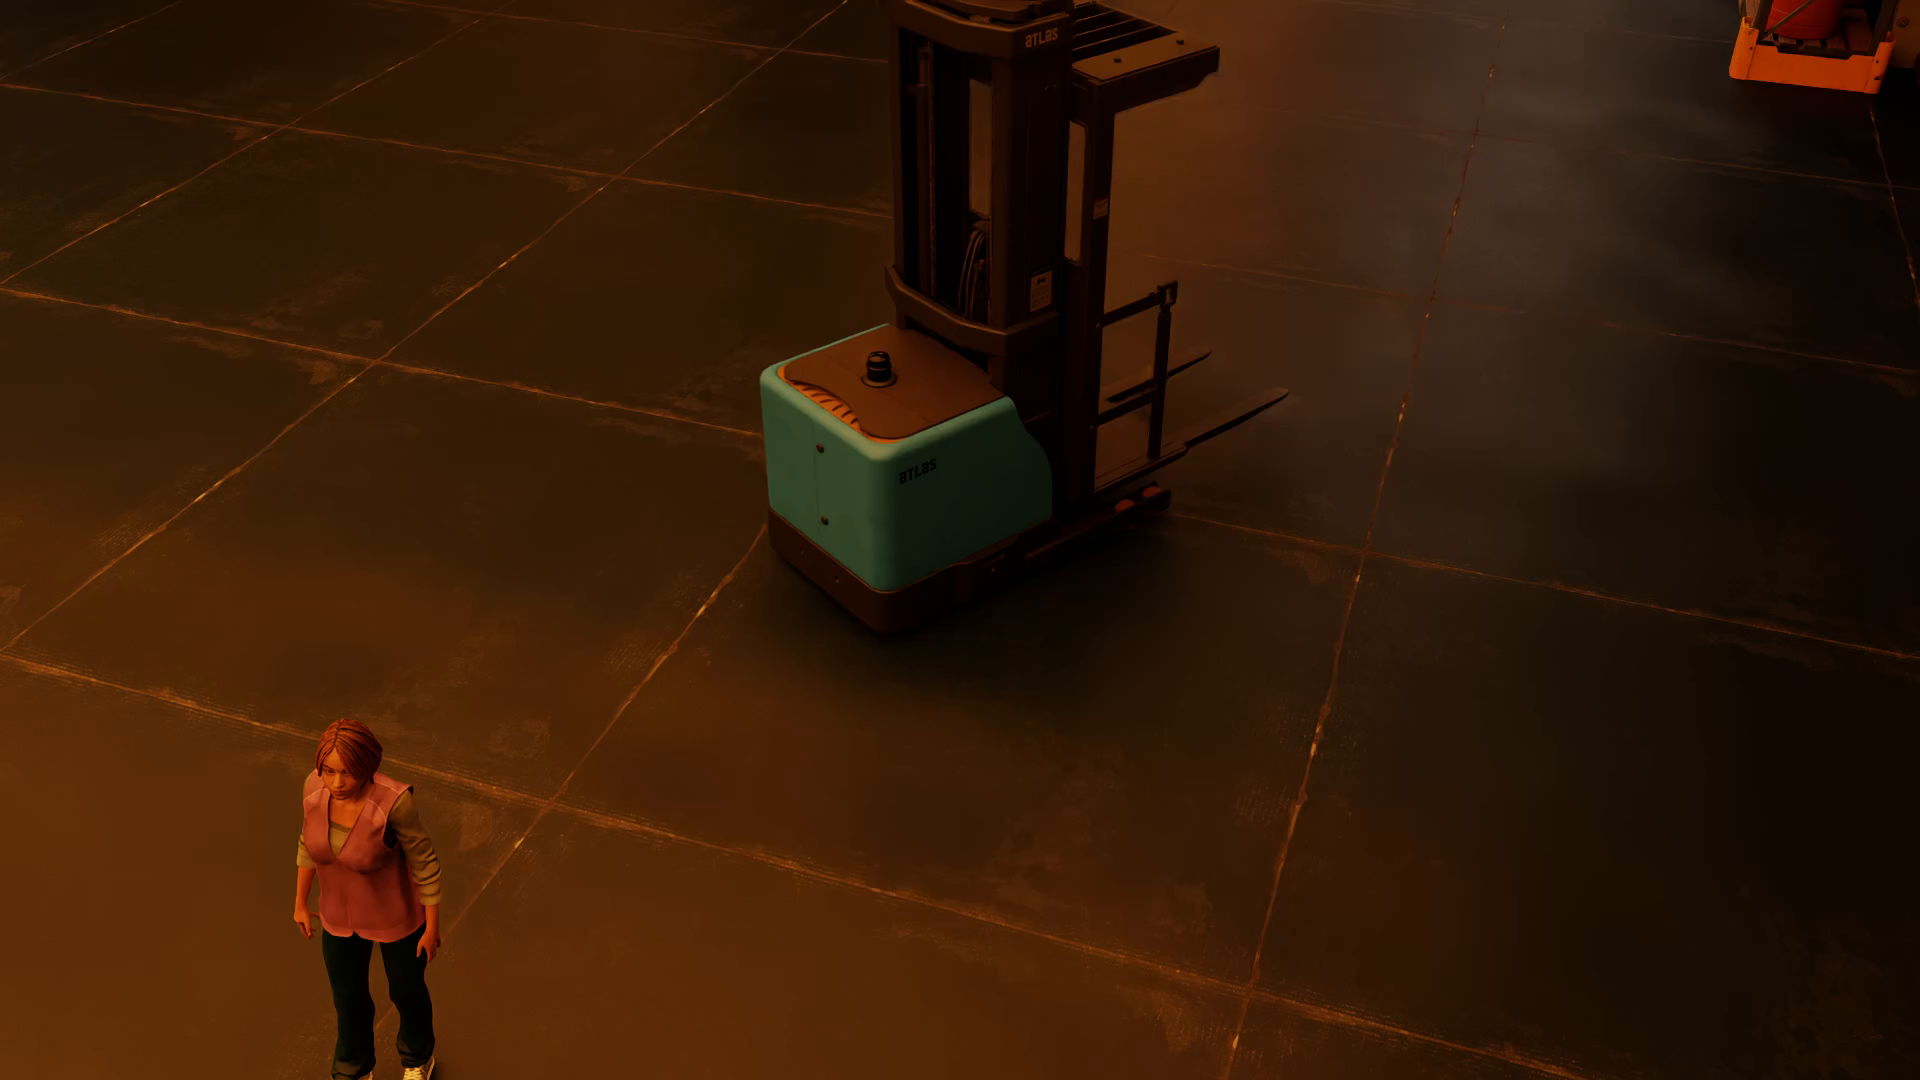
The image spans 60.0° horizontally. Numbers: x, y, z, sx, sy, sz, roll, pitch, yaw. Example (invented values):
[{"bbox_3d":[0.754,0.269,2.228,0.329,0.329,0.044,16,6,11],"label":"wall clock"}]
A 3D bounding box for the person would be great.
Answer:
[{"bbox_3d":[-1.954,1.287,5.440,0.520,1.592,0.475,6,36,8],"label":"person"}]

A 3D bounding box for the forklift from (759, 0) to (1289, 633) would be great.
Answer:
[{"bbox_3d":[0.487,-1.456,8.165,3.031,2.935,1.130,-25,42,-31],"label":"forklift"}]
